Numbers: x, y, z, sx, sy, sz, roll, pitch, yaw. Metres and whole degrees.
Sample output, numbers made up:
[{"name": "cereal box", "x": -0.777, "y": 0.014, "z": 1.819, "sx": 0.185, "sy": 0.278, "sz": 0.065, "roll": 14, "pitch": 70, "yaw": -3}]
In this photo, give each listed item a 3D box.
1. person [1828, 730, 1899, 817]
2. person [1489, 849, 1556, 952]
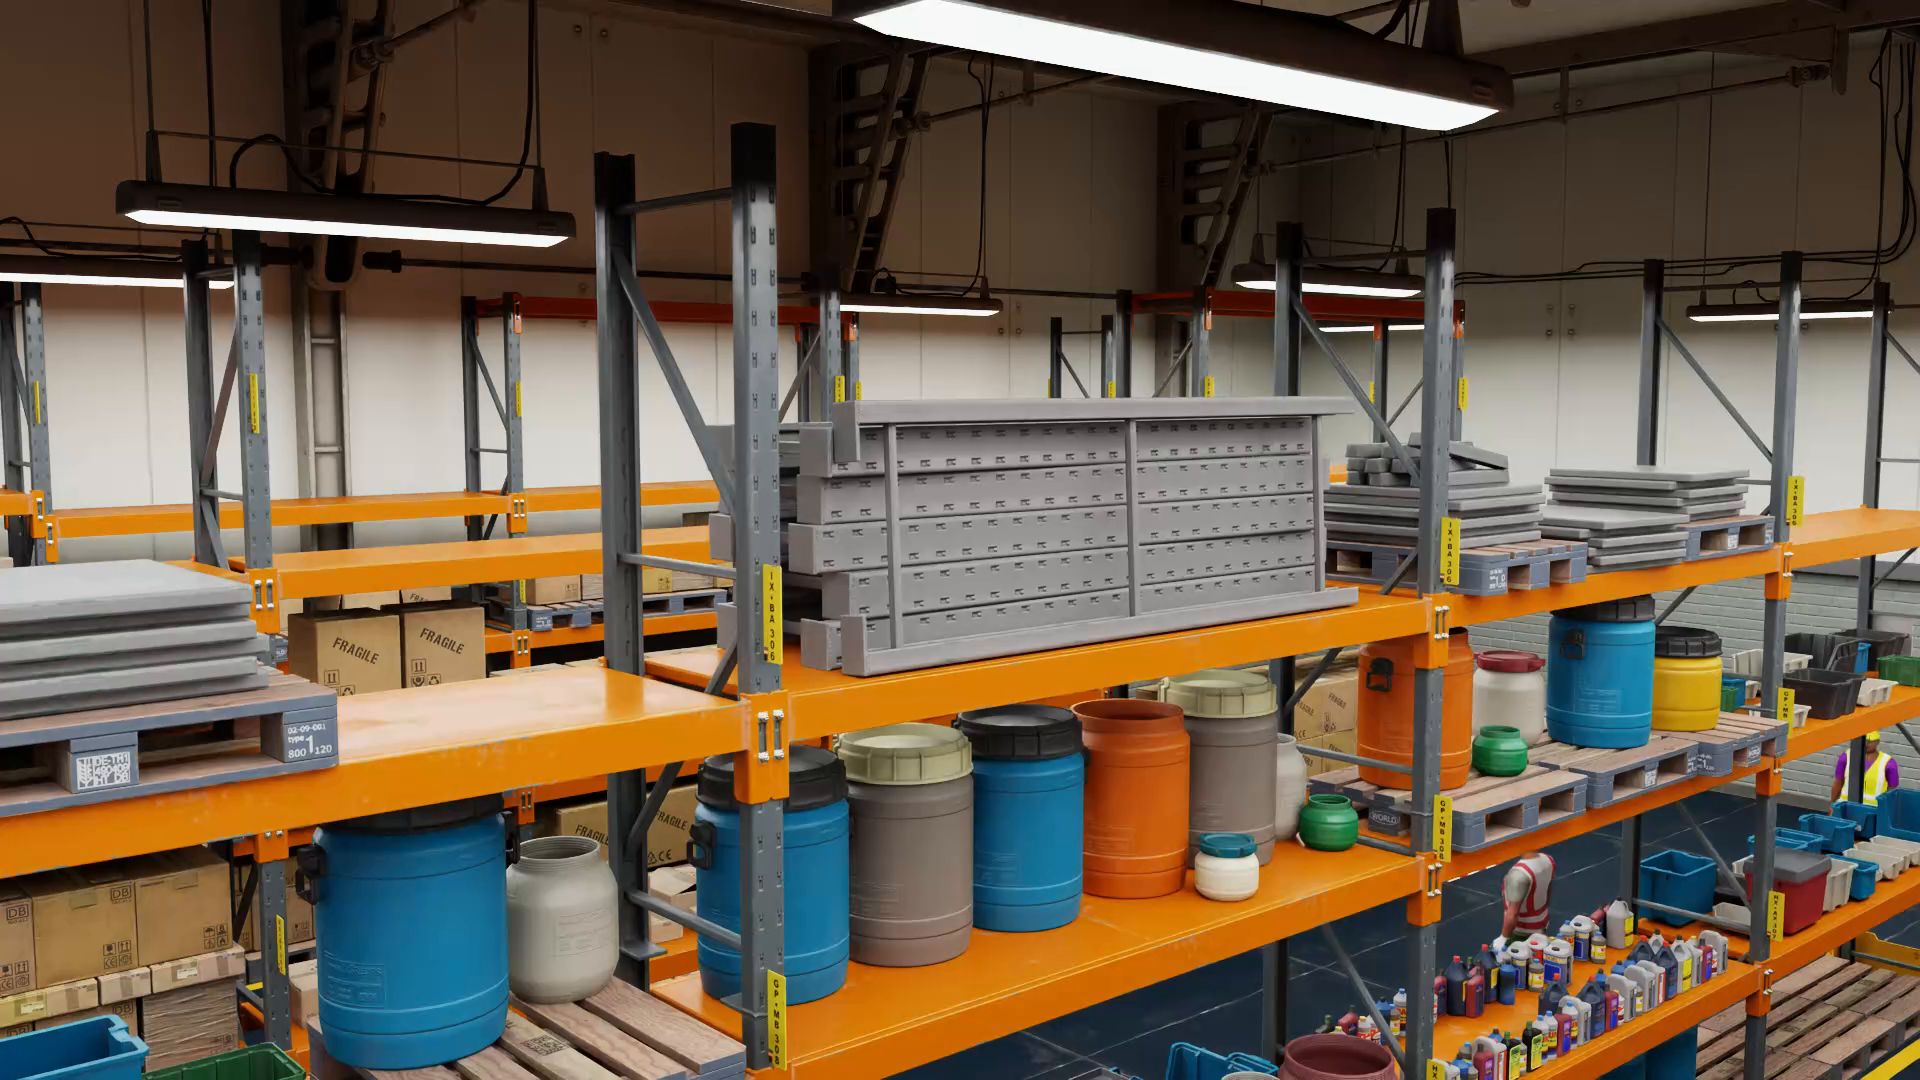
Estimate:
[{"name": "person", "x": 9.027, "y": 2.723, "z": 16.633, "sx": 0.598, "sy": 1.776, "sz": 0.434, "roll": 4, "pitch": 7, "yaw": 39}, {"name": "person", "x": 4.392, "y": 3.042, "z": 12.934, "sx": 0.403, "sy": 1.785, "sz": 0.684, "roll": 3, "pitch": 6, "yaw": 32}]
